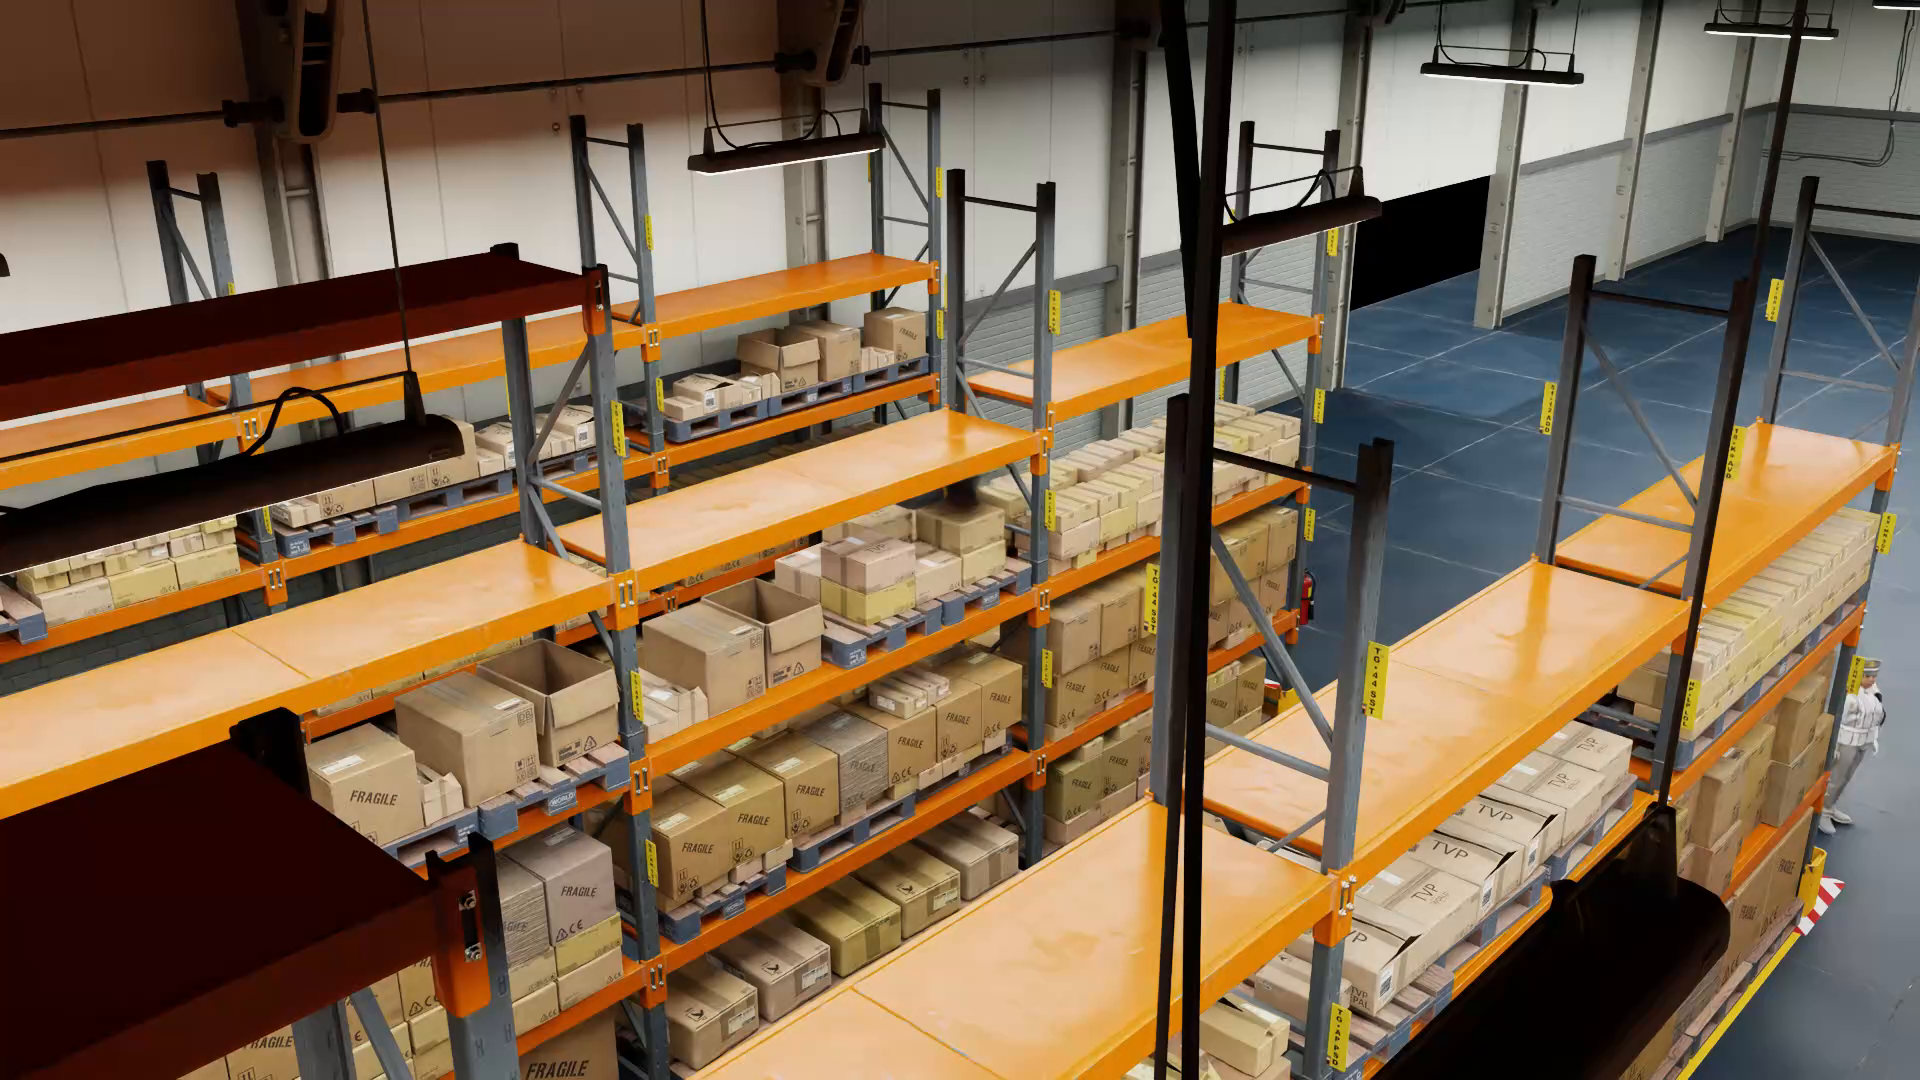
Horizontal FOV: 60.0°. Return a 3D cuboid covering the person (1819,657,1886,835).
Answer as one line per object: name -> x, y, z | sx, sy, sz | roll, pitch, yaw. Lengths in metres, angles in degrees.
person -> 8.042, 1.831, 15.004 | 0.537, 1.713, 0.373 | -12, 24, -28
